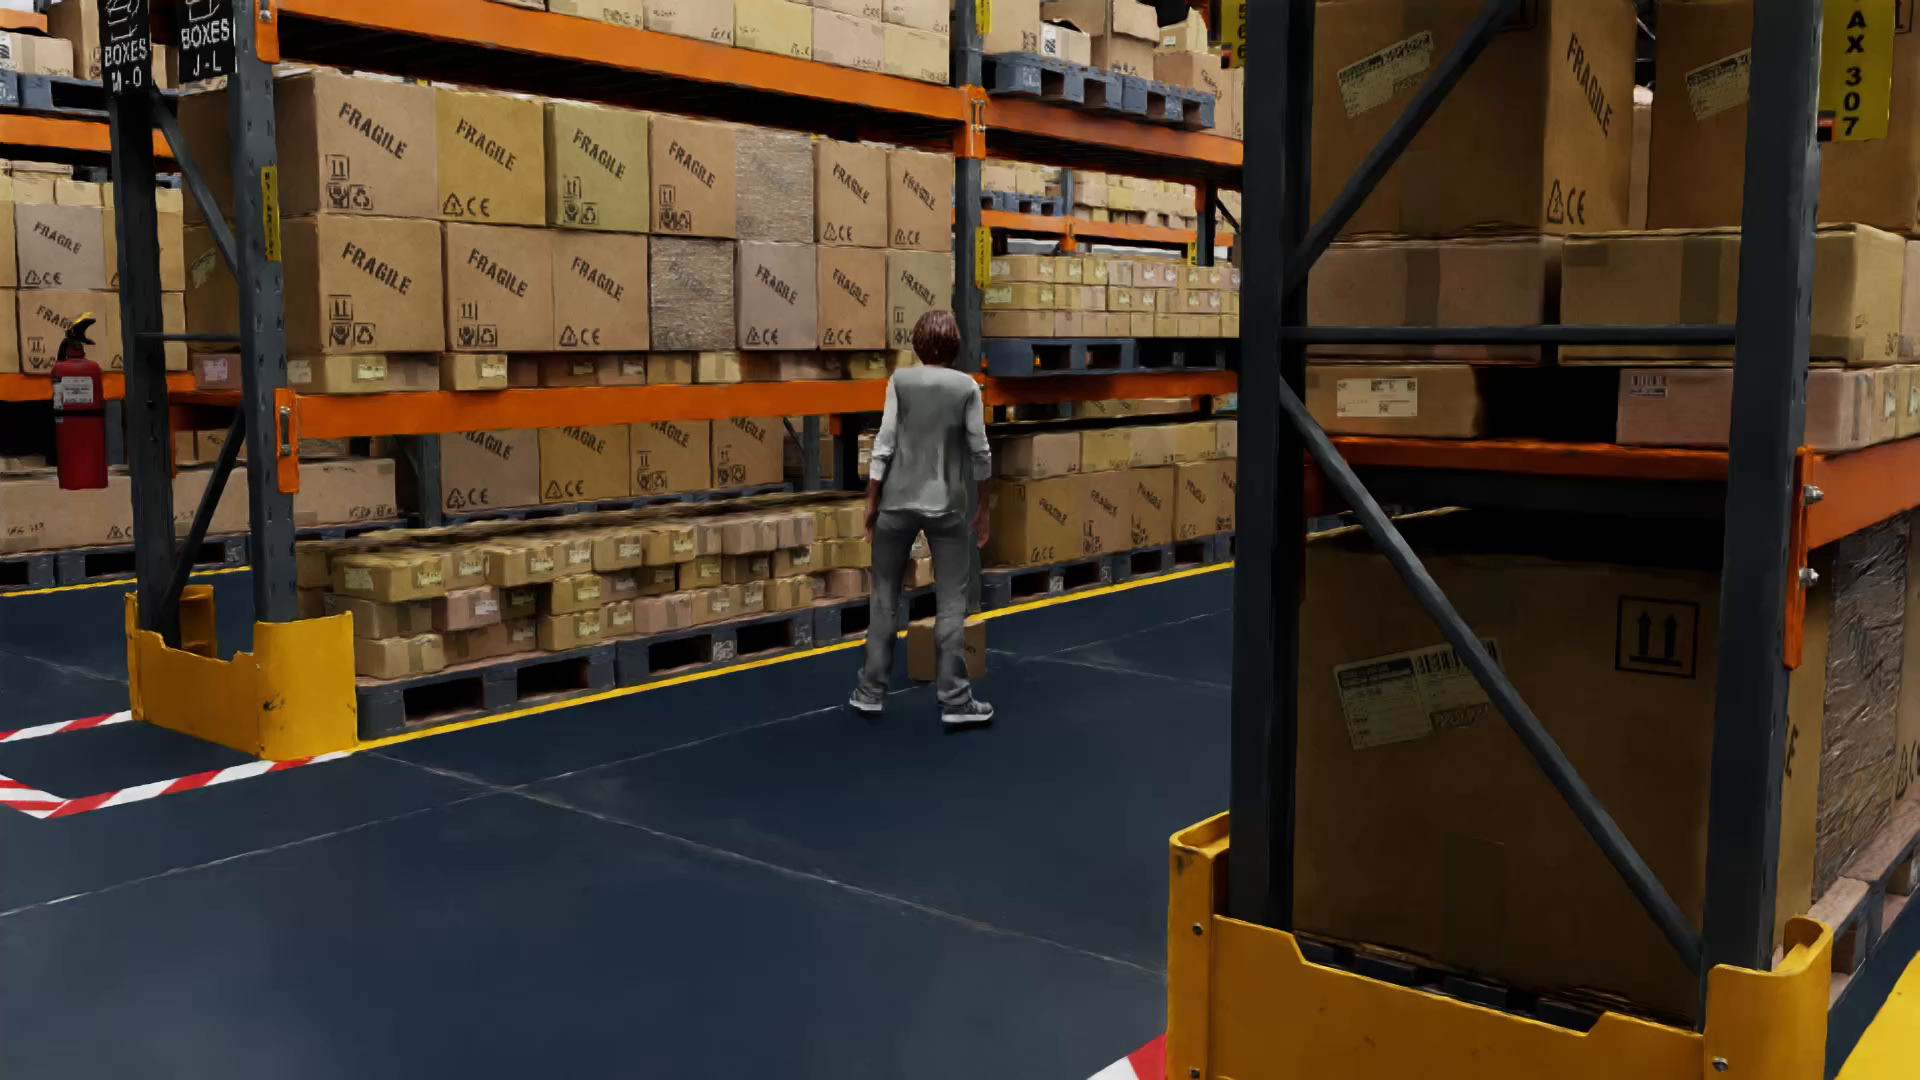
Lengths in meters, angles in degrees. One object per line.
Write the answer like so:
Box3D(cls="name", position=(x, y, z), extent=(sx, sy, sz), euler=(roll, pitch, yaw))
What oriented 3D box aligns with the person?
Box3D(cls="person", position=(-0.153, -0.094, 6.484), extent=(0.579, 1.592, 0.437), euler=(0, 7, 0))
